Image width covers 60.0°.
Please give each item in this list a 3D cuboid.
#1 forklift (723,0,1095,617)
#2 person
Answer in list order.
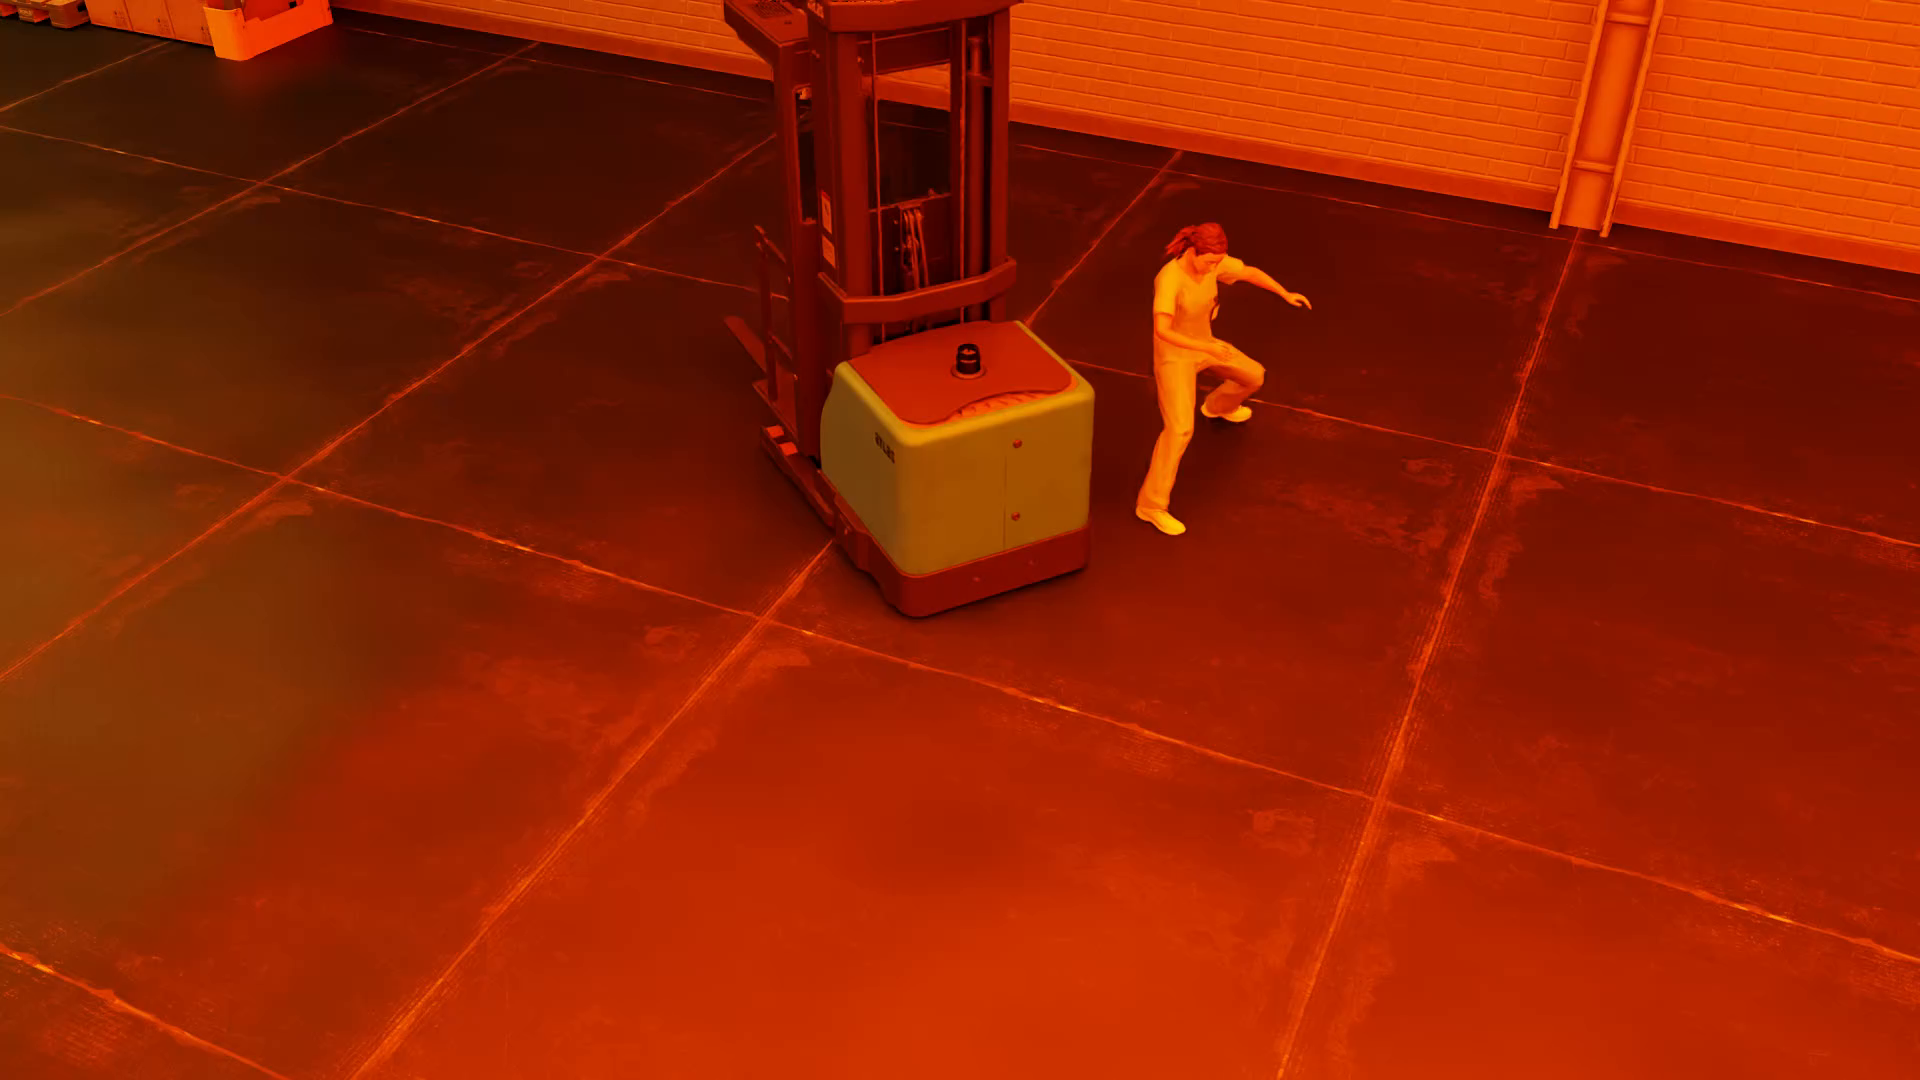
[{"bbox_3d":[-0.460,-1.667,8.424,1.130,2.935,3.031,-16,39,-21],"label":"forklift"},{"bbox_3d":[1.328,-0.969,8.714,1.218,1.463,0.688,-27,44,-33],"label":"person"}]
